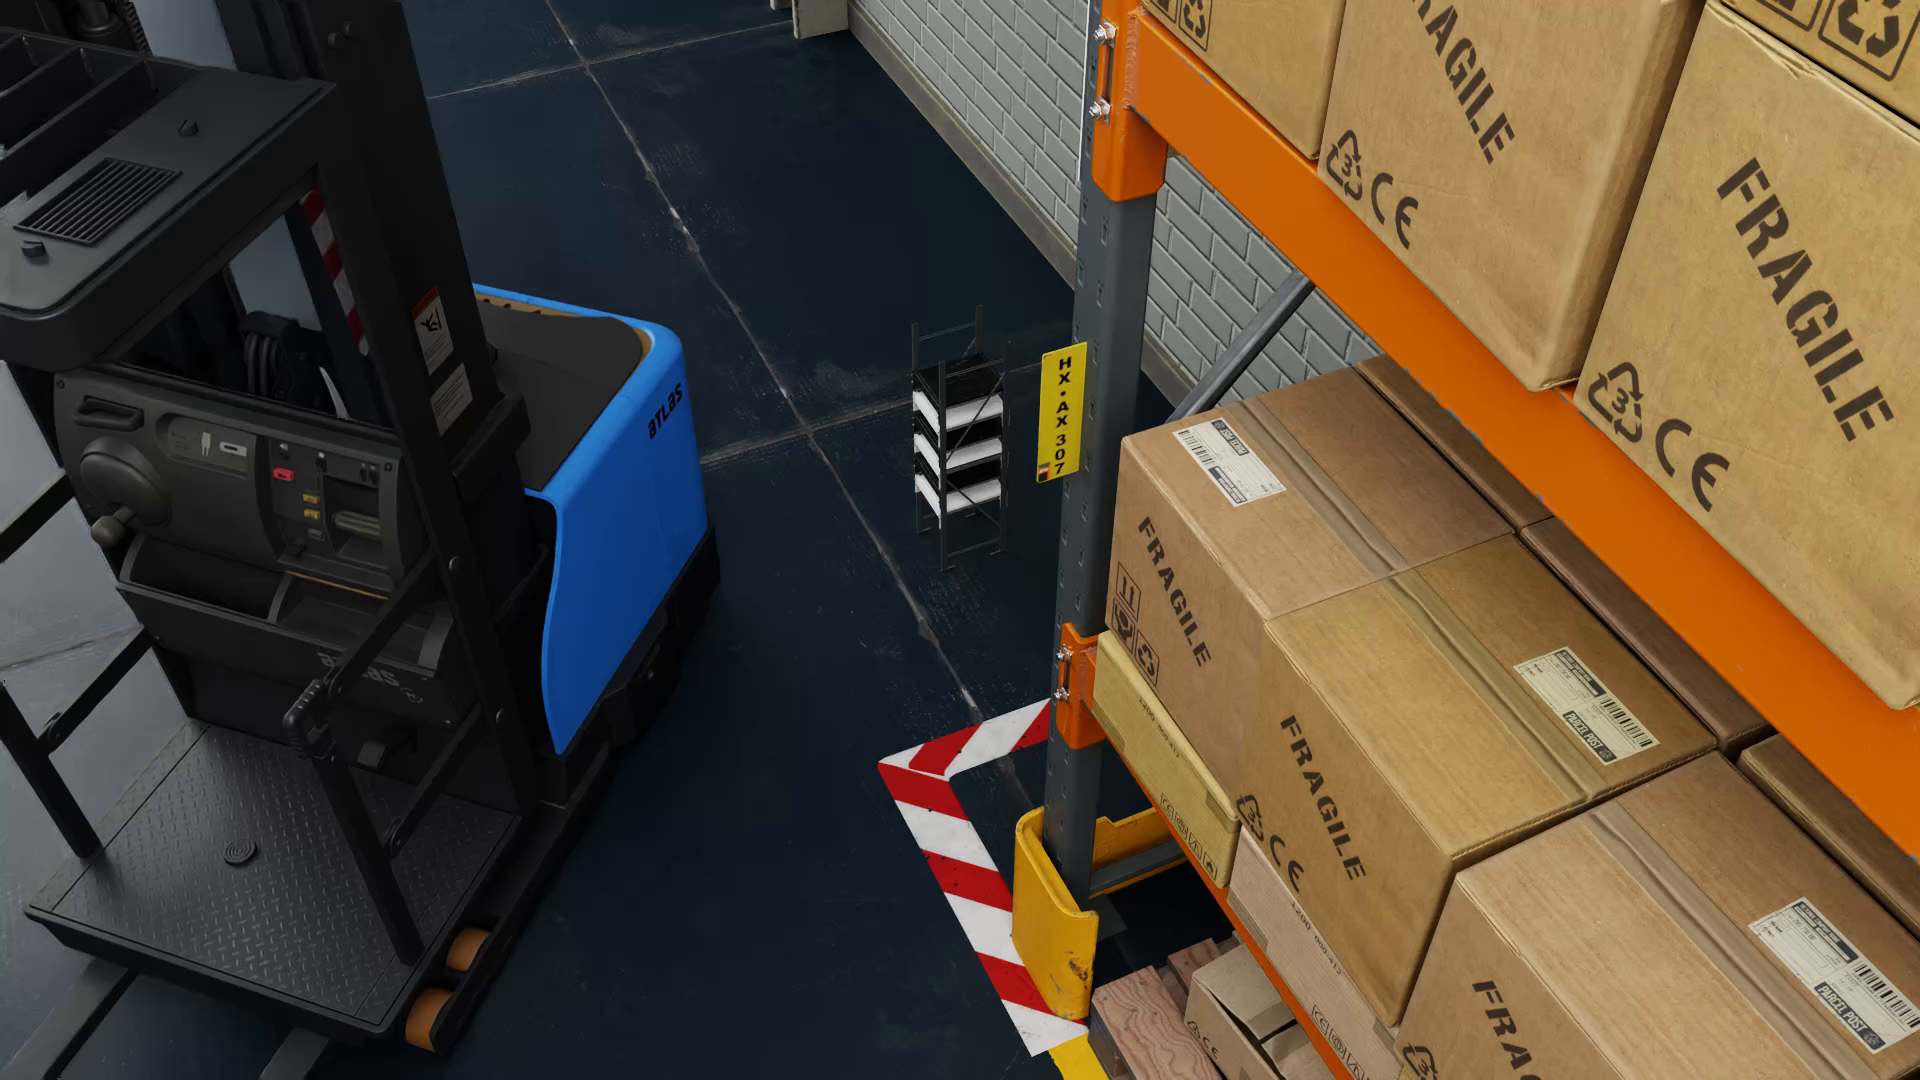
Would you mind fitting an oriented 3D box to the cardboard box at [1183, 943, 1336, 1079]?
[{"bbox_3d":[0.902,1.170,4.029,0.500,0.311,0.500,-23,49,-22],"label":"cardboard box"}]

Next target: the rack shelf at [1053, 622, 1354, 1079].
[{"bbox_3d":[1.534,1.433,2.674,1.077,0.370,4.000,-18,47,-17],"label":"rack shelf"}]

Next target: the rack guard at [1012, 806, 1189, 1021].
[{"bbox_3d":[0.725,0.841,4.542,1.175,0.500,0.348,-18,47,-17],"label":"rack guard"}]

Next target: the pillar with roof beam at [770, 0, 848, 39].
[{"bbox_3d":[-4.657,-4.595,4.000,9.100,9.000,0.400,-18,47,-17],"label":"pillar with roof beam"}]

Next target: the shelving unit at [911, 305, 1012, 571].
[{"bbox_3d":[0.003,-0.315,5.429,0.258,0.900,0.210,-18,47,-17],"label":"shelving unit"}]

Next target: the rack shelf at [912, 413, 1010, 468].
[{"bbox_3d":[0.003,-0.355,5.389,0.258,0.077,0.200,-18,47,-17],"label":"rack shelf"}]

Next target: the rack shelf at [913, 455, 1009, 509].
[{"bbox_3d":[0.003,-0.227,5.515,0.258,0.077,0.200,-18,47,-17],"label":"rack shelf"}]

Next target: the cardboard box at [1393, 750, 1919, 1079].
[{"bbox_3d":[1.031,0.724,2.440,0.500,0.500,0.500,-20,48,-19],"label":"cardboard box"}]

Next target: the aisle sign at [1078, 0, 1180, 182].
[{"bbox_3d":[0.390,-0.980,2.757,0.394,0.787,0.004,-18,47,-17],"label":"aisle sign"}]

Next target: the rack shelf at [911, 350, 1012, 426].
[{"bbox_3d":[0.003,-0.484,5.262,0.258,0.077,0.200,-18,47,-17],"label":"rack shelf"}]

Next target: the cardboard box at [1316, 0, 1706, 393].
[{"bbox_3d":[0.800,-0.568,1.969,0.500,0.500,0.500,-15,47,-15],"label":"cardboard box"}]

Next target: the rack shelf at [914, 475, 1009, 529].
[{"bbox_3d":[0.003,-0.163,5.579,0.258,0.077,0.200,-18,47,-17],"label":"rack shelf"}]

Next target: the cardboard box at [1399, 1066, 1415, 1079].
[{"bbox_3d":[1.050,1.006,2.687,0.500,0.250,0.500,-19,48,-18],"label":"cardboard box"}]

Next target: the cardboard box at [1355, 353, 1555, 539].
[{"bbox_3d":[1.084,-0.081,3.255,0.500,0.500,0.500,-19,48,-18],"label":"cardboard box"}]

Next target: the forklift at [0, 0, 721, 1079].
[{"bbox_3d":[-1.756,-0.030,3.694,1.130,2.935,3.031,14,46,13],"label":"forklift"}]

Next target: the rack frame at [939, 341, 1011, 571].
[{"bbox_3d":[0.046,-0.250,5.363,0.240,0.900,0.006,-18,47,-17],"label":"rack frame"}]

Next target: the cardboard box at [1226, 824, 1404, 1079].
[{"bbox_3d":[0.841,0.680,3.018,0.500,0.250,0.500,-19,48,-19],"label":"cardboard box"}]

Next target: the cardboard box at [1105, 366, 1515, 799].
[{"bbox_3d":[0.621,0.075,3.097,0.500,0.500,0.500,-18,47,-17],"label":"cardboard box"}]

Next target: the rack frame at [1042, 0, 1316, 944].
[{"bbox_3d":[0.693,-0.098,3.713,1.000,3.000,0.127,-18,47,-17],"label":"rack frame"}]

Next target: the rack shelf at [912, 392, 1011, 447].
[{"bbox_3d":[0.003,-0.420,5.326,0.258,0.077,0.200,-18,47,-17],"label":"rack shelf"}]

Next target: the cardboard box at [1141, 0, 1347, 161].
[{"bbox_3d":[0.607,-0.921,2.327,0.500,0.500,0.500,-17,47,-16],"label":"cardboard box"}]

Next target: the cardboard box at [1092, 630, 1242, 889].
[{"bbox_3d":[0.610,0.353,3.349,0.500,0.250,0.500,-19,48,-19],"label":"cardboard box"}]

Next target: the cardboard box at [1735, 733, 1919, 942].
[{"bbox_3d":[1.508,0.571,2.594,0.500,0.500,0.500,-19,48,-18],"label":"cardboard box"}]

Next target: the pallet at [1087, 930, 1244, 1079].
[{"bbox_3d":[1.034,1.472,4.108,1.003,0.211,1.213,-18,47,-17],"label":"pallet"}]

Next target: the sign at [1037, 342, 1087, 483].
[{"bbox_3d":[0.201,-0.245,3.247,0.100,0.325,0.005,-18,47,-17],"label":"sign"}]

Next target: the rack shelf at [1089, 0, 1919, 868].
[{"bbox_3d":[1.534,0.365,1.621,1.077,0.370,4.000,-18,47,-17],"label":"rack shelf"}]

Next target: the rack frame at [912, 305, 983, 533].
[{"bbox_3d":[-0.039,-0.380,5.494,0.240,0.900,0.006,-18,47,-17],"label":"rack frame"}]

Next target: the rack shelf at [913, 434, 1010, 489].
[{"bbox_3d":[0.003,-0.291,5.452,0.258,0.077,0.200,-18,47,-17],"label":"rack shelf"}]

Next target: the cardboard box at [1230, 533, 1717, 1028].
[{"bbox_3d":[0.820,0.393,2.775,0.500,0.500,0.500,-18,47,-17],"label":"cardboard box"}]

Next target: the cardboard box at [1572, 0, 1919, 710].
[{"bbox_3d":[1.022,-0.239,1.635,0.500,0.500,0.500,-16,47,-16],"label":"cardboard box"}]

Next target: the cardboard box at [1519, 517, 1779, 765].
[{"bbox_3d":[1.287,0.243,2.927,0.500,0.500,0.500,-17,47,-17],"label":"cardboard box"}]
